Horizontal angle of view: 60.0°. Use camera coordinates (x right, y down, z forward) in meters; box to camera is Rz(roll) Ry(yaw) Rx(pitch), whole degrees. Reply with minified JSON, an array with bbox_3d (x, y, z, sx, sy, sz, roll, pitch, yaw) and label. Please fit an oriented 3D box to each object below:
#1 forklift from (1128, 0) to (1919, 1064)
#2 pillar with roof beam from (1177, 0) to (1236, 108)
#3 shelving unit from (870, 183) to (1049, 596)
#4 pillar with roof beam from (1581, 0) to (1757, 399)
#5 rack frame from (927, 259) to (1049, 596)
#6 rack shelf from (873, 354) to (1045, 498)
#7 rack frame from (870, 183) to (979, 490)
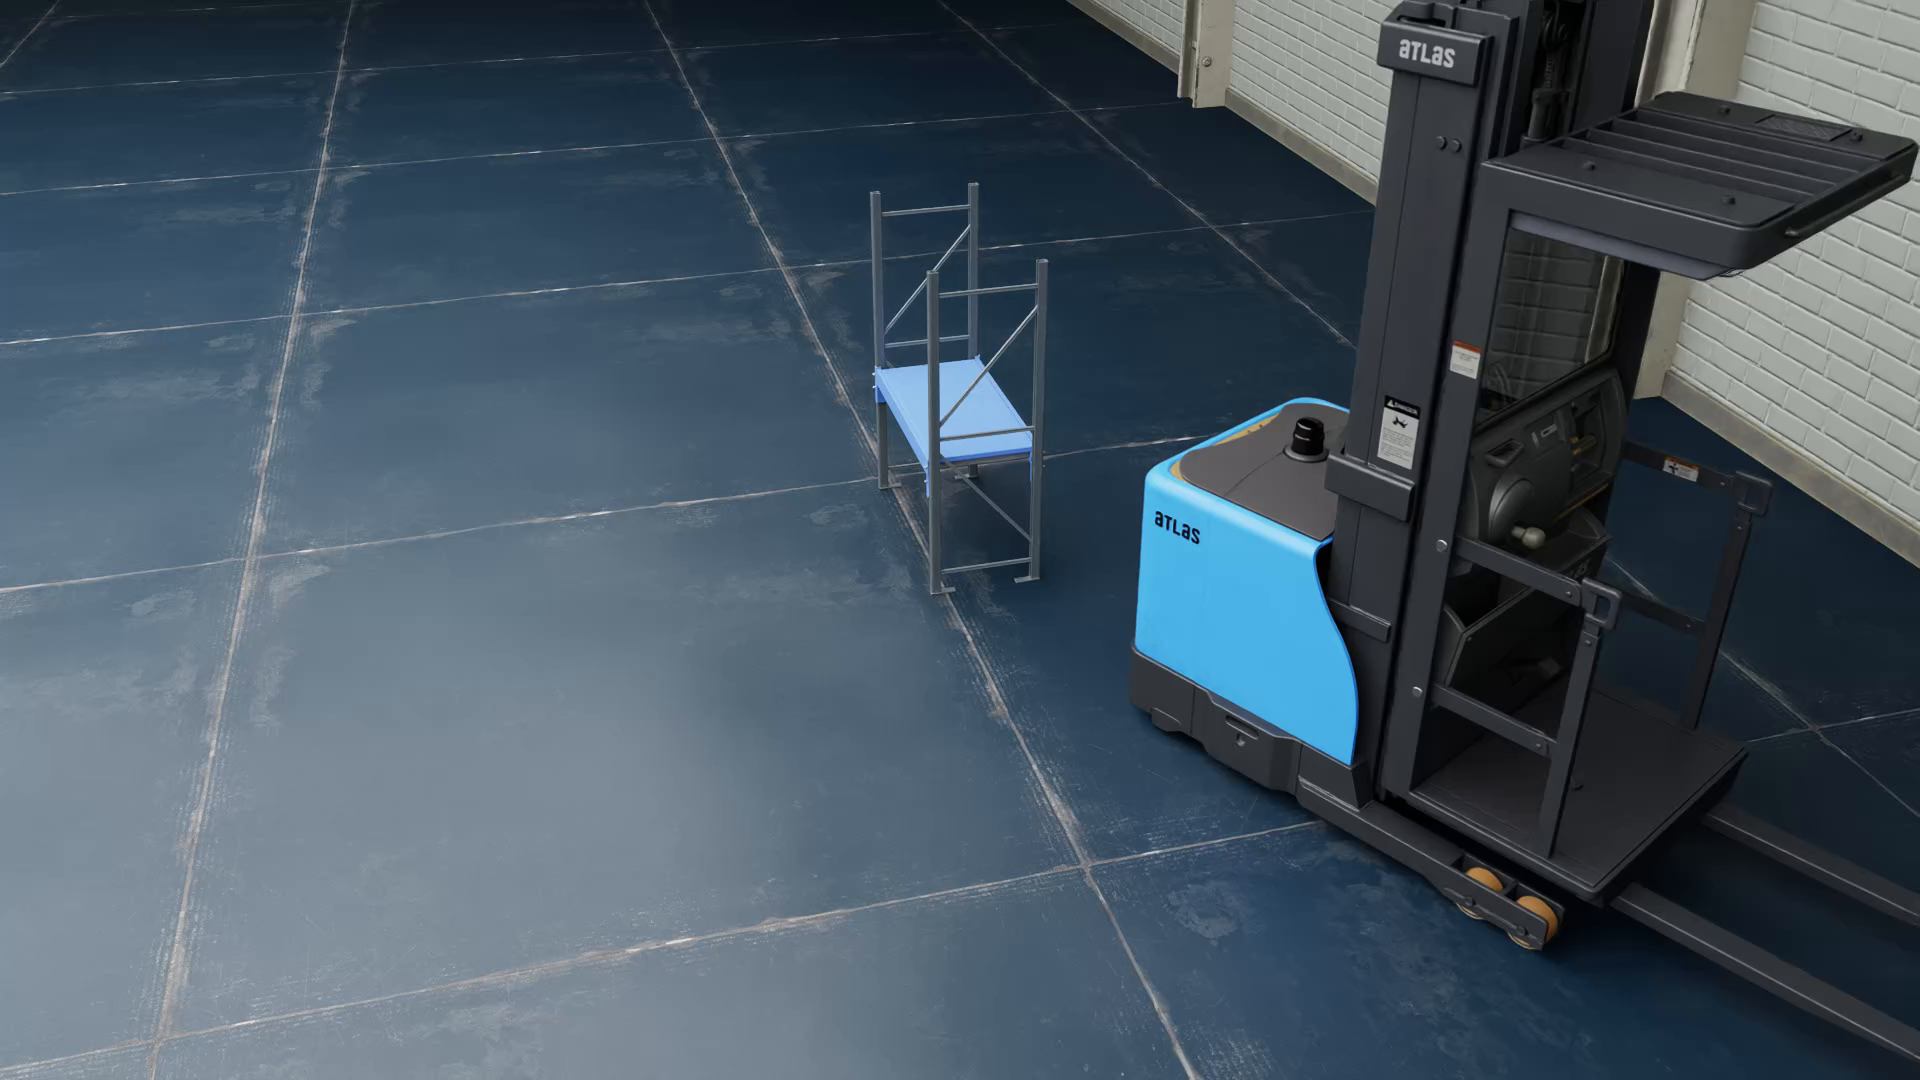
[{"bbox_3d":[2.036,-0.224,5.212,1.130,2.935,3.031,-25,38,-36],"label":"forklift"},{"bbox_3d":[-2.071,-7.091,11.018,9.100,9.000,0.400,-8,31,-13],"label":"pillar with roof beam"},{"bbox_3d":[-0.023,-0.690,7.445,0.538,1.500,1.048,-8,31,-13],"label":"shelving unit"},{"bbox_3d":[-0.479,-4.193,6.011,9.100,9.000,0.400,-8,31,-13],"label":"pillar with roof beam"},{"bbox_3d":[0.112,-0.445,7.021,0.500,1.500,0.032,-8,31,-13],"label":"rack frame"},{"bbox_3d":[-0.023,-0.535,7.536,0.538,0.185,1.000,-8,31,-13],"label":"rack shelf"},{"bbox_3d":[-0.158,-0.936,7.870,0.500,1.500,0.032,-8,31,-13],"label":"rack frame"}]
